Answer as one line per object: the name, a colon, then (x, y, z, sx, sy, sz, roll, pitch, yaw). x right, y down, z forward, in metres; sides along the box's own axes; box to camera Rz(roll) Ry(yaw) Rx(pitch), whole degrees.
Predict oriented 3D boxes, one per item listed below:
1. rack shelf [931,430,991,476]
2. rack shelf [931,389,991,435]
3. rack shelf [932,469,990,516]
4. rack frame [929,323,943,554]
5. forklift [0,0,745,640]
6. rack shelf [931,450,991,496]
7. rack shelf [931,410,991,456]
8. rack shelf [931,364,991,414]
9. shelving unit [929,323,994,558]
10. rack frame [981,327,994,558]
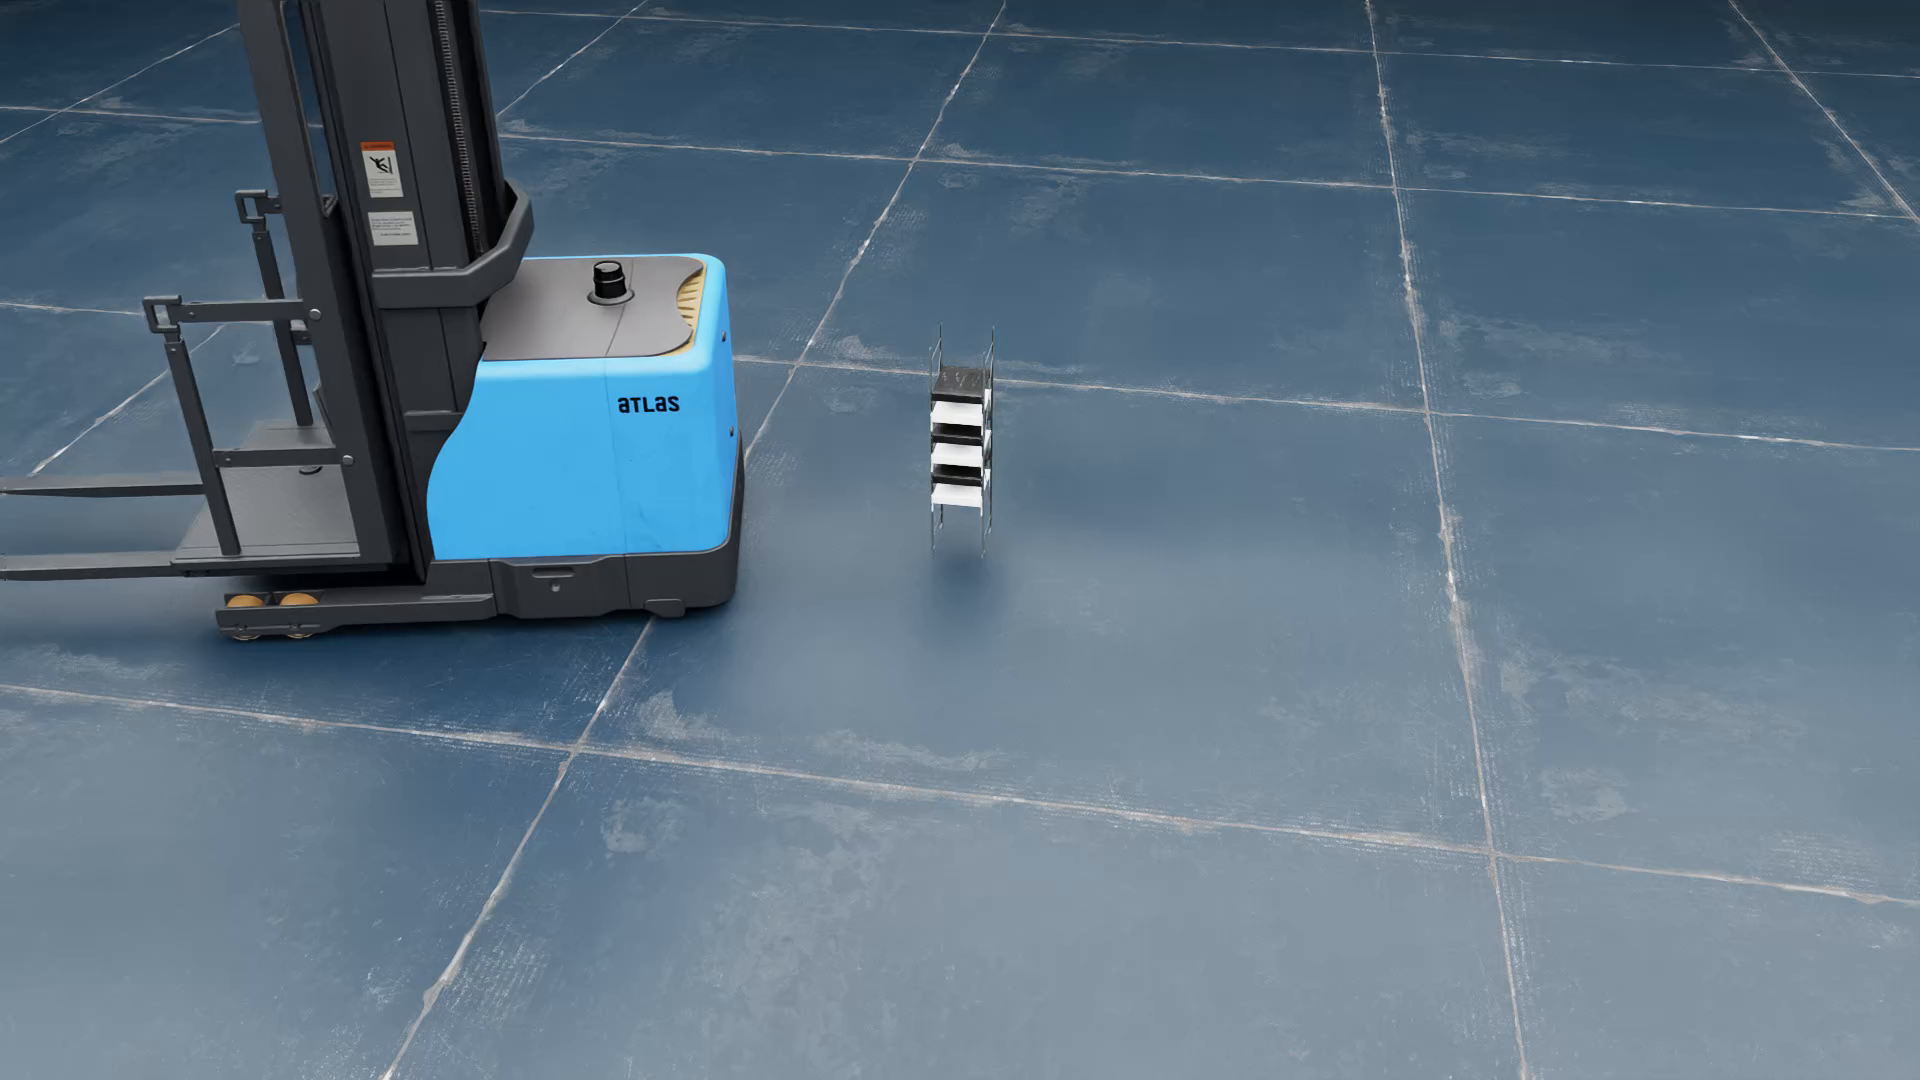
rack shelf: (0.008, -0.352, 6.528, 0.200, 0.077, 0.258, 5, 32, 8)
rack shelf: (0.008, -0.505, 6.432, 0.200, 0.077, 0.258, 5, 32, 8)
rack shelf: (0.008, -0.200, 6.623, 0.200, 0.077, 0.258, 5, 32, 8)
rack frame: (-0.092, -0.390, 6.525, 0.006, 0.900, 0.240, 5, 32, 8)
forklift: (-2.392, -1.161, 5.843, 3.031, 2.935, 1.130, -2, 32, -3)
rack shelf: (0.008, -0.276, 6.576, 0.200, 0.077, 0.258, 5, 32, 8)
rack shelf: (0.008, -0.429, 6.480, 0.200, 0.077, 0.258, 5, 32, 8)
rack shelf: (0.008, -0.581, 6.384, 0.200, 0.077, 0.258, 5, 32, 8)
shelving unit: (0.008, -0.381, 6.510, 0.210, 0.900, 0.258, 5, 32, 8)
rack frame: (0.108, -0.372, 6.496, 0.006, 0.900, 0.240, 5, 32, 8)
